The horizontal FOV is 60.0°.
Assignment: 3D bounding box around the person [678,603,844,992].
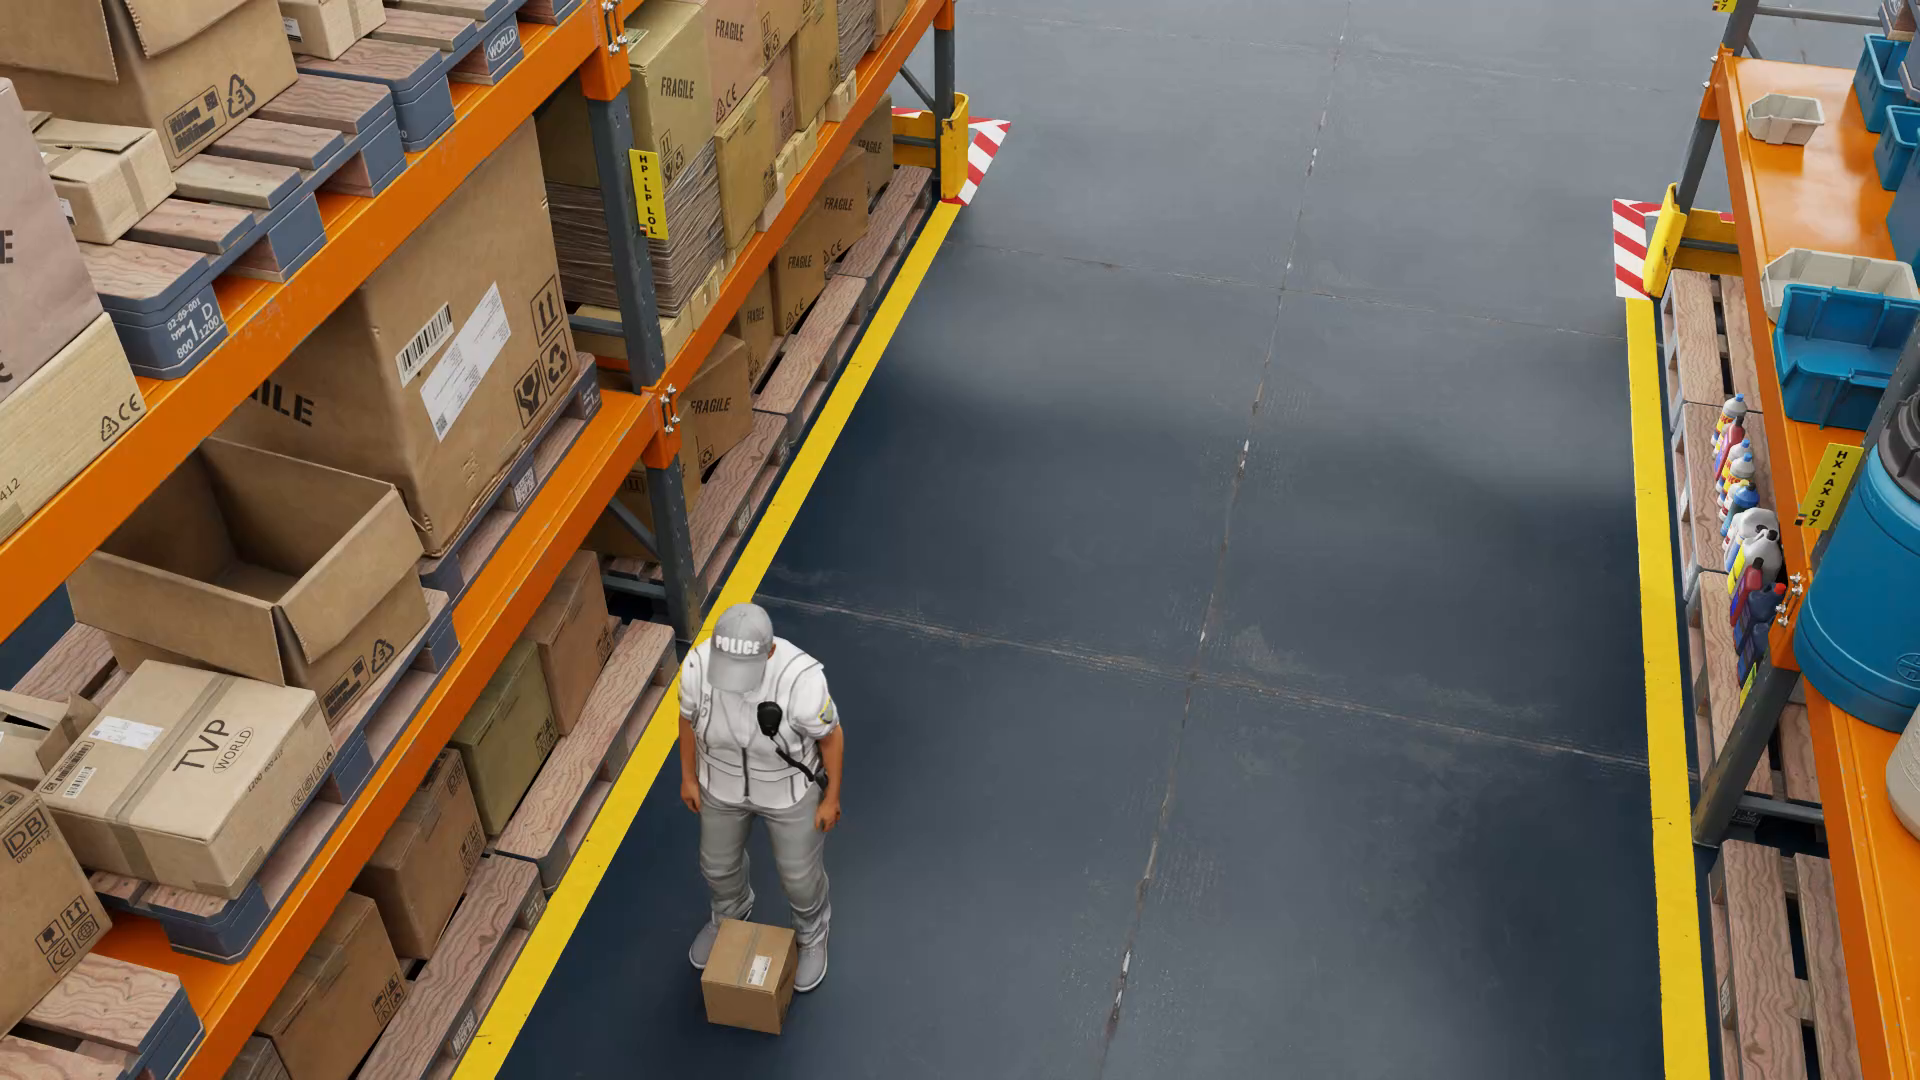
[{"bbox_3d":[-0.645,0.788,5.257,0.560,1.665,0.469,8,42,9],"label":"person"}]
